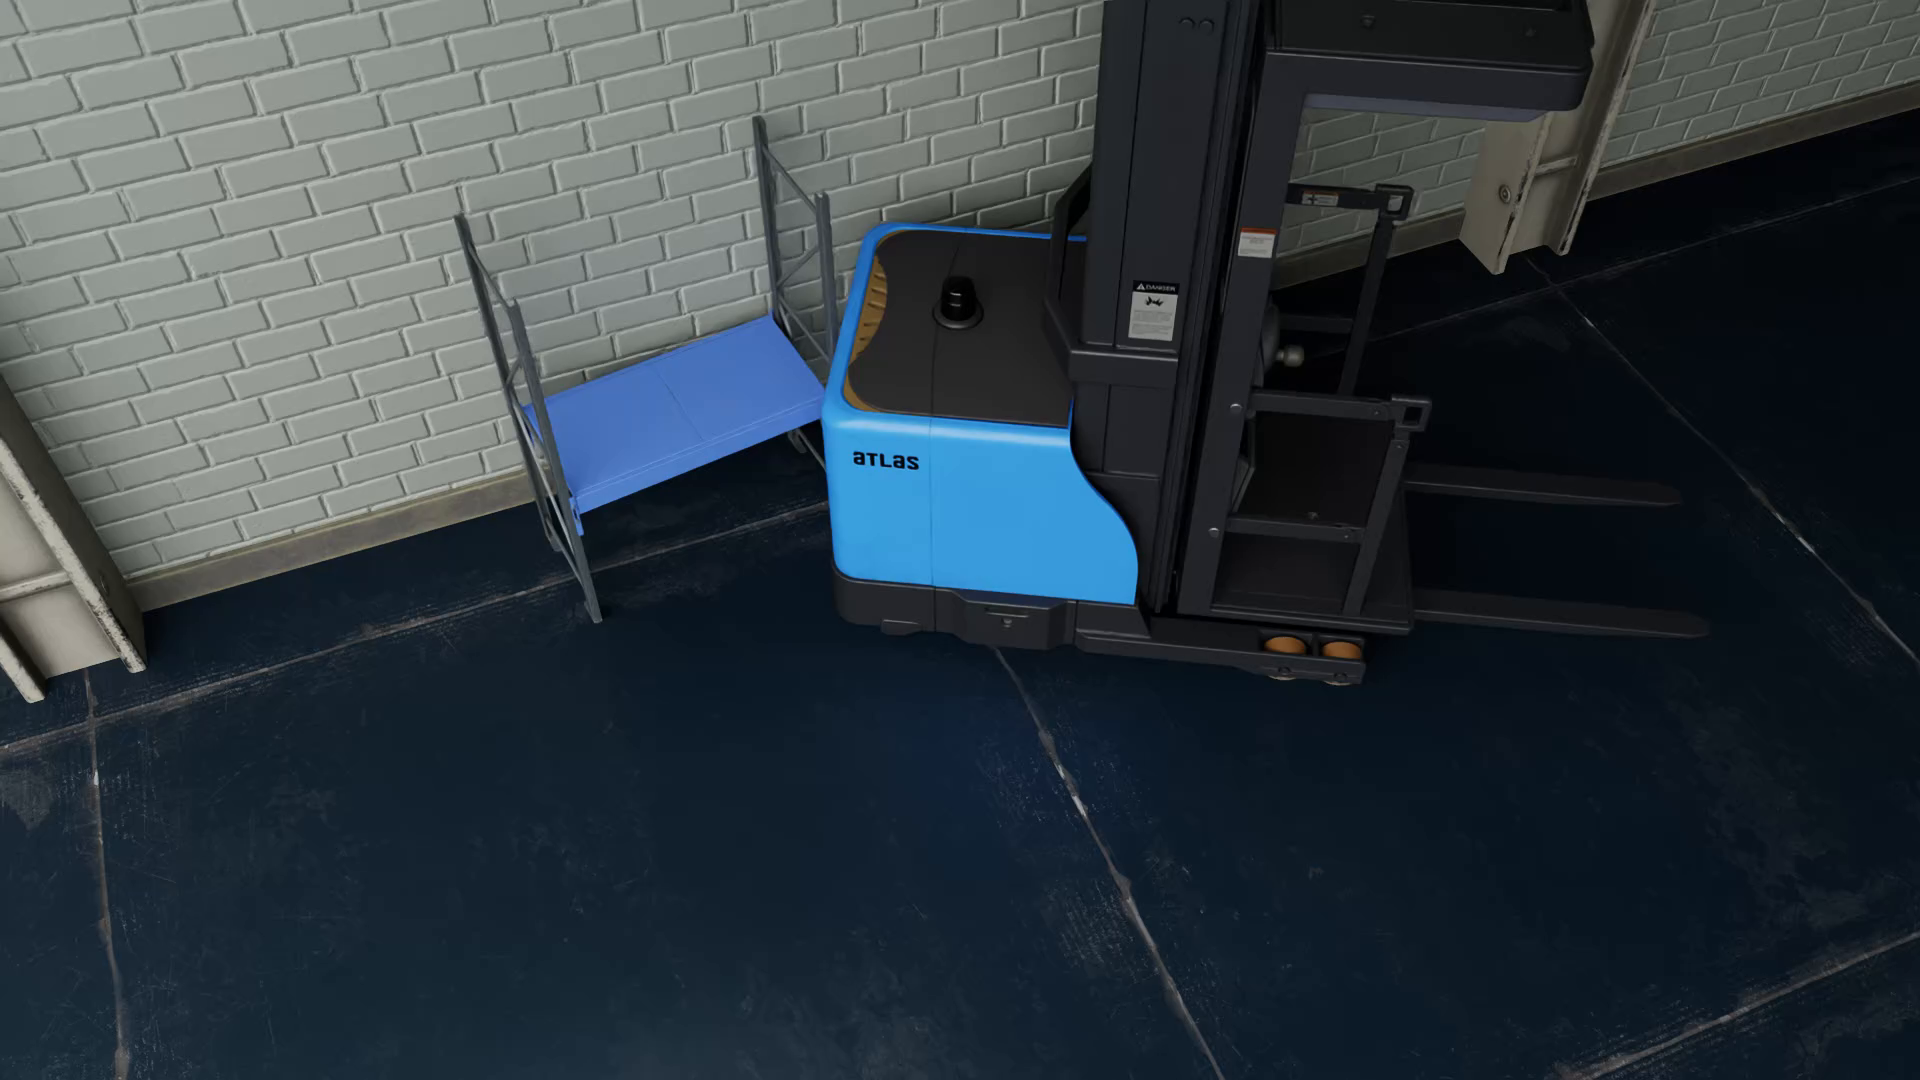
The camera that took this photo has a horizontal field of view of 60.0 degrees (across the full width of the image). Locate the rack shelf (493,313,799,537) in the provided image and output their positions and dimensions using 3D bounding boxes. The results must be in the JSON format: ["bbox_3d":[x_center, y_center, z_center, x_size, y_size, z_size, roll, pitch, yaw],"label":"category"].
[{"bbox_3d":[-1.075,-0.421,5.860,1.000,0.185,0.538,-22,53,-18],"label":"rack shelf"}]

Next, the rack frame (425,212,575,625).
[{"bbox_3d":[-1.522,-0.355,5.566,0.032,1.500,0.500,-22,53,-18],"label":"rack frame"}]

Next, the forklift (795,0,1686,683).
[{"bbox_3d":[1.020,-0.884,5.077,3.031,2.935,1.130,5,50,4],"label":"forklift"}]

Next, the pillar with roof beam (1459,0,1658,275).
[{"bbox_3d":[4.077,-1.227,1.372,0.400,9.000,9.100,-17,52,-14],"label":"pillar with roof beam"}]

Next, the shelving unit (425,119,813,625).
[{"bbox_3d":[-1.075,-0.539,5.724,1.048,1.500,0.538,-22,53,-18],"label":"shelving unit"}]

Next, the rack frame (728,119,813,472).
[{"bbox_3d":[-0.628,-0.722,5.882,0.032,1.500,0.500,-22,53,-18],"label":"rack frame"}]
